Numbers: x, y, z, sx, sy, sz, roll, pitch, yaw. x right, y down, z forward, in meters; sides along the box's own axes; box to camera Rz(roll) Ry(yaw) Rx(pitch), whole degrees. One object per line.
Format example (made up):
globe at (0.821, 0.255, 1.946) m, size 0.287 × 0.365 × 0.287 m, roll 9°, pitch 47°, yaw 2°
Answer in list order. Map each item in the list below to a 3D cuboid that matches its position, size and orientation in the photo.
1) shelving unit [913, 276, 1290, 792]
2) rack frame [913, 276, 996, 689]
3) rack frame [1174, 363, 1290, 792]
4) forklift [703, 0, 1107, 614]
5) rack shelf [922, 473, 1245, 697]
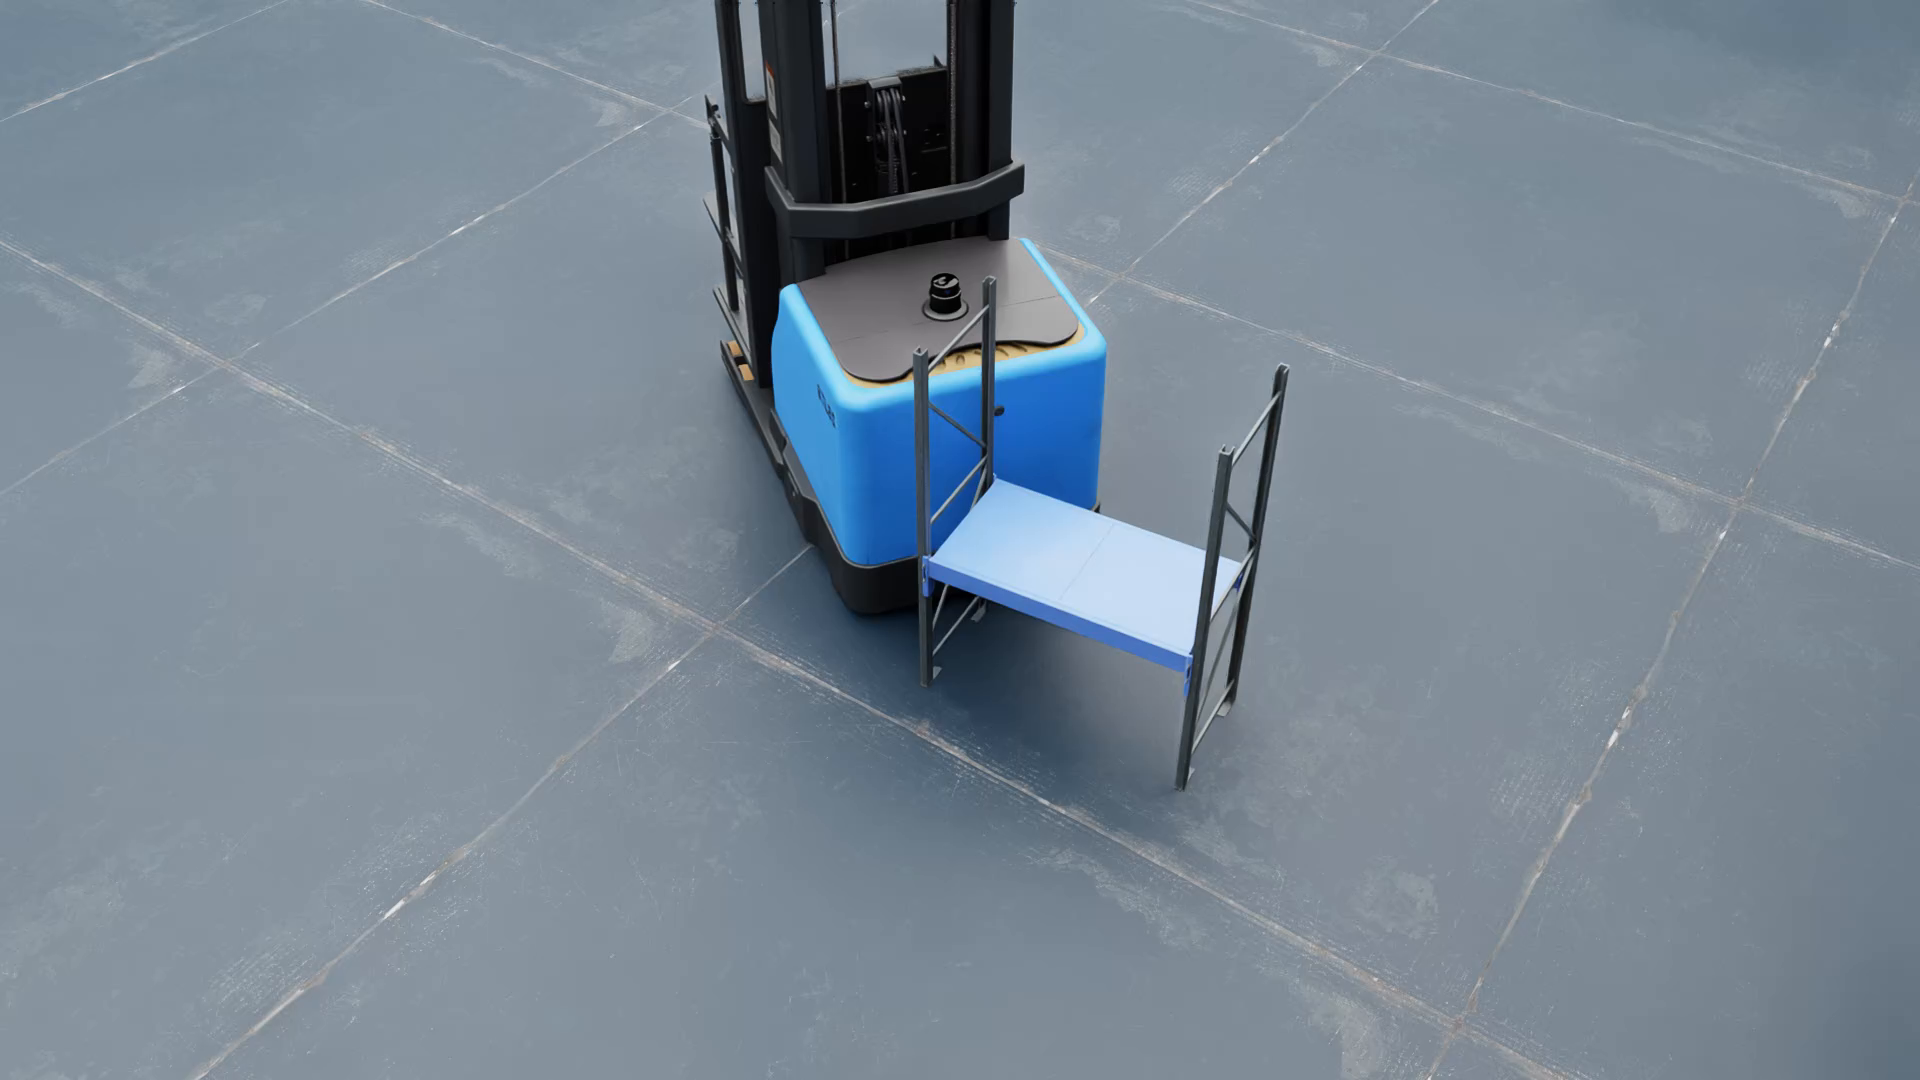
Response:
shelving unit at (0.433, 0.002, 5.623) m, size 1.048 × 1.500 × 0.538 m, roll 20°, pitch 46°, yaw 21°
rack frame at (-0.013, -0.161, 5.805) m, size 0.032 × 1.500 × 0.500 m, roll 20°, pitch 46°, yaw 21°
rack frame at (0.878, 0.165, 5.441) m, size 0.032 × 1.500 × 0.500 m, roll 20°, pitch 46°, yaw 21°
forklift at (-0.444, -1.804, 6.568) m, size 1.130 × 2.935 × 3.031 m, roll -14°, pitch 44°, yaw -15°
rack shelf at (0.433, 0.136, 5.743) m, size 1.000 × 0.185 × 0.538 m, roll 20°, pitch 46°, yaw 21°
